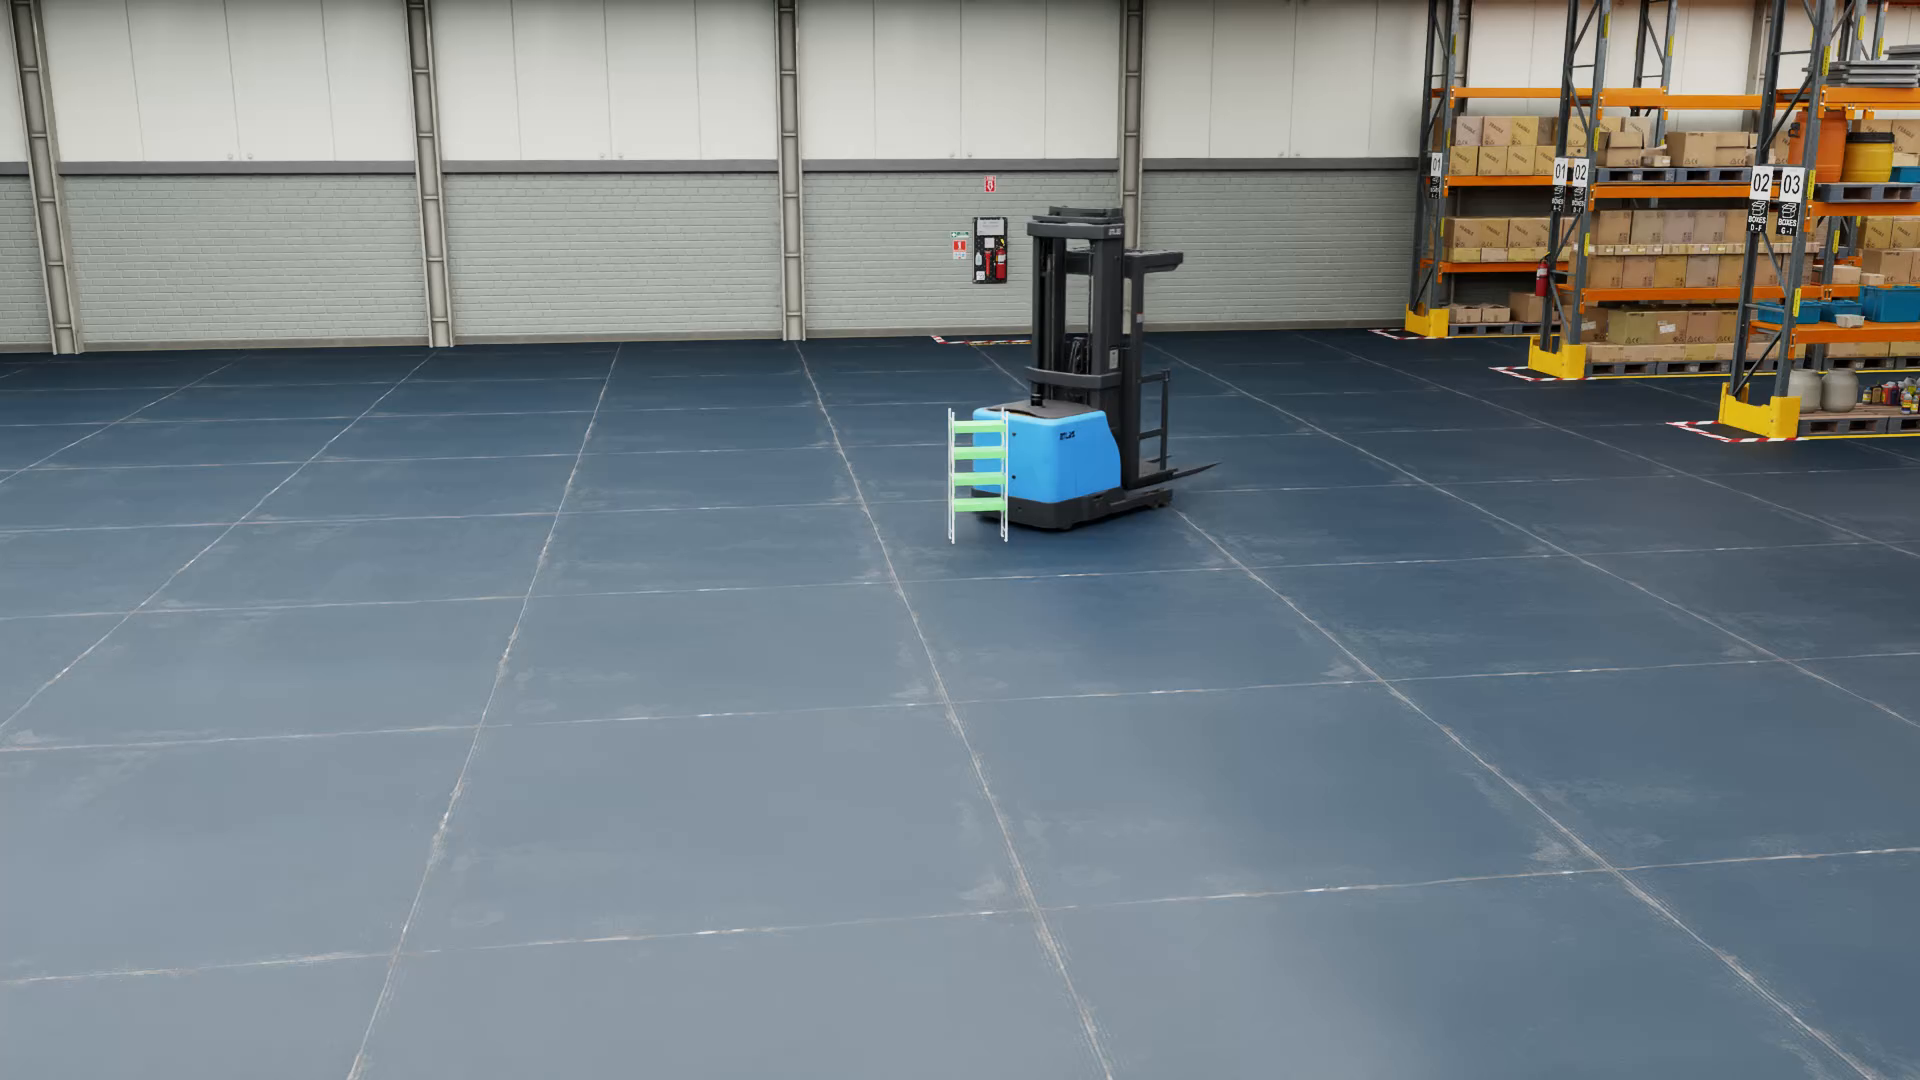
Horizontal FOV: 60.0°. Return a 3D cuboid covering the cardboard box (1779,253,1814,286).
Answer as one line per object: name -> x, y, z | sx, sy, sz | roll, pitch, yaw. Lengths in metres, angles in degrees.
cardboard box -> 12.634, -4.184, 25.534 | 0.500, 0.500, 0.700 | -2, 14, -10

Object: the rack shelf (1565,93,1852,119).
rack shelf -> 11.094, -6.448, 24.734 | 4.000, 0.370, 1.077 | -2, 14, -8

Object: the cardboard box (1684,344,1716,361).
cardboard box -> 11.163, -2.898, 25.401 | 0.500, 0.250, 0.500 | -2, 14, -8

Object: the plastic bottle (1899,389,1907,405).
plastic bottle -> 12.029, -1.823, 21.173 | 0.097, 0.201, 0.097 | 0, 14, 0

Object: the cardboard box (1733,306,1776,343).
cardboard box -> 12.149, -3.302, 25.471 | 0.500, 0.500, 0.500 | -2, 14, -8

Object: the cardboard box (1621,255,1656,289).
cardboard box -> 10.098, -4.091, 25.162 | 0.500, 0.500, 0.700 | -2, 14, -7

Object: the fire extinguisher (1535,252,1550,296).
fire extinguisher -> 8.930, -4.078, 25.477 | 0.183, 0.674, 0.296 | -2, 14, -8

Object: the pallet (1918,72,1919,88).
pallet -> 11.786, -5.504, 19.882 | 1.213, 0.211, 1.003 | -2, 14, -8

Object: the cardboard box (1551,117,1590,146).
cardboard box -> 10.820, -7.216, 29.359 | 0.500, 0.500, 0.500 | -3, 14, -10

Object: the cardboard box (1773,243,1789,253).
cardboard box -> 12.331, -4.437, 25.207 | 0.250, 0.149, 0.380 | -3, 14, -10

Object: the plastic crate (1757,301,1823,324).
plastic crate -> 10.301, -2.835, 20.665 | 0.616, 0.251, 0.499 | -2, 14, -8

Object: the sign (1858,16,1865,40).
sign -> 13.130, -7.459, 24.218 | 0.005, 0.325, 0.100 | -2, 14, -8

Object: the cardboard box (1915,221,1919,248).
cardboard box -> 17.814, -5.683, 30.857 | 0.500, 0.500, 0.500 | -2, 14, -9

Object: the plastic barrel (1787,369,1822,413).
plastic barrel -> 10.490, -1.856, 20.707 | 0.421, 0.512, 0.421 | 0, 14, 0

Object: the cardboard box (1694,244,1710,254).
cardboard box -> 11.056, -4.389, 25.019 | 0.250, 0.149, 0.380 | -2, 14, -8

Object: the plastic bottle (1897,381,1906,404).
plastic bottle -> 11.992, -1.889, 21.281 | 0.135, 0.276, 0.152 | -2, 14, -10

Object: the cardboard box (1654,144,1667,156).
cardboard box -> 10.766, -5.817, 25.116 | 0.500, 0.311, 0.500 | 0, 14, -2

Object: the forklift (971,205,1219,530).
forklift -> 1.474, -1.804, 16.391 | 1.130, 2.935, 3.031 | 13, 19, 41

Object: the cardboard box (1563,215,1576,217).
cardboard box -> 11.322, -5.661, 30.353 | 0.500, 0.500, 0.500 | -2, 14, -9

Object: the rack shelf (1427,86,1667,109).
rack shelf -> 10.352, -7.832, 29.437 | 4.000, 0.370, 1.077 | -2, 14, -8

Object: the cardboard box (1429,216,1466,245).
cardboard box -> 8.809, -5.569, 29.986 | 0.500, 0.500, 0.500 | -2, 14, -9

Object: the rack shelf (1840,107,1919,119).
rack shelf -> 18.263, -7.929, 30.641 | 4.000, 0.370, 1.077 | -2, 14, -8

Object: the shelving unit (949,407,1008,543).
shelving unit -> 0.164, -0.588, 15.100 | 0.503, 1.200, 0.258 | -2, 14, -8

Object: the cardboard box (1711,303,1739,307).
cardboard box -> 12.073, -3.426, 25.962 | 0.500, 0.500, 0.500 | -2, 14, -8

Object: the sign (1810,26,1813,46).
sign -> 12.979, -7.685, 25.282 | 0.005, 0.325, 0.100 | -2, 14, -8

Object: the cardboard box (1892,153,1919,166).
cardboard box -> 14.225, -5.780, 25.381 | 0.500, 0.250, 0.500 | -4, 15, -14

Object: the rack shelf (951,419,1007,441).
rack shelf -> 0.164, -0.992, 14.999 | 0.480, 0.148, 0.258 | -2, 14, -8

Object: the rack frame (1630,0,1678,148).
rack frame -> 12.330, -8.255, 29.638 | 0.127, 3.000, 1.000 | -2, 14, -8

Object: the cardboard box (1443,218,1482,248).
cardboard box -> 8.891, -5.446, 29.495 | 0.500, 0.500, 0.500 | -2, 14, -8

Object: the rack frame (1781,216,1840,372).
rack frame -> 13.072, -4.153, 25.617 | 0.127, 3.000, 1.000 | -2, 14, -8

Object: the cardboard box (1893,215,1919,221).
cardboard box -> 17.304, -6.030, 30.700 | 0.500, 0.250, 0.500 | -2, 14, -9

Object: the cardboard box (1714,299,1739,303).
cardboard box -> 14.069, -4.416, 30.898 | 0.500, 0.500, 0.700 | -2, 14, -8

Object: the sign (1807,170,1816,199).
sign -> 9.928, -4.144, 19.393 | 0.005, 0.325, 0.100 | -2, 14, -8

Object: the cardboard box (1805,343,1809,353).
cardboard box -> 13.438, -3.108, 26.238 | 0.500, 0.250, 0.500 | -2, 14, -9

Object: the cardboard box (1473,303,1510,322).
cardboard box -> 9.636, -4.133, 30.159 | 0.500, 0.311, 0.500 | -1, 14, -4

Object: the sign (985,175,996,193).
sign -> 0.533, -6.284, 29.345 | 0.199, 0.298, 0.001 | -2, 14, -8

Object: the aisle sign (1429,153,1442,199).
aisle sign -> 8.348, -6.386, 29.175 | 0.004, 0.787, 0.394 | -2, 14, -8

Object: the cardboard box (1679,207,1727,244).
cardboard box -> 11.145, -4.759, 25.159 | 0.500, 0.500, 0.700 | -2, 14, -8

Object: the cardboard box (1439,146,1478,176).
cardboard box -> 8.743, -6.665, 29.219 | 0.500, 0.500, 0.500 | -2, 14, -7

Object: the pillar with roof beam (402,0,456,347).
pillar with roof beam -> -8.220, -6.655, 23.260 | 0.400, 9.000, 9.100 | -2, 14, -8

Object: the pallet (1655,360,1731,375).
pallet -> 11.070, -2.737, 25.702 | 1.213, 0.211, 1.003 | -2, 14, -8

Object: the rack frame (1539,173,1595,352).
rack frame -> 9.116, -4.008, 25.039 | 0.127, 3.000, 1.000 | -2, 14, -8

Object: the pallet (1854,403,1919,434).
pallet -> 11.927, -1.550, 20.968 | 1.213, 0.211, 1.003 | -2, 14, -8

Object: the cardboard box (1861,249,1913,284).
cardboard box -> 14.354, -4.245, 25.776 | 0.500, 0.500, 0.500 | -1, 14, -4

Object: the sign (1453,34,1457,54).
sign -> 8.455, -8.471, 28.416 | 0.005, 0.325, 0.100 | -2, 14, -8

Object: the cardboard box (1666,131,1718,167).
cardboard box -> 10.799, -5.778, 24.571 | 0.500, 0.500, 0.500 | -2, 14, -8

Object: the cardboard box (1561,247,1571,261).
cardboard box -> 10.918, -5.154, 29.873 | 0.500, 0.250, 0.500 | -2, 14, -9

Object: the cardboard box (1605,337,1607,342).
cardboard box -> 10.095, -2.990, 25.767 | 0.500, 0.250, 0.500 | -2, 14, -8

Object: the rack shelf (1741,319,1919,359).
rack shelf -> 11.828, -2.540, 20.664 | 4.000, 0.370, 1.077 | -2, 14, -8

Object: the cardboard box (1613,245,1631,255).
cardboard box -> 9.797, -4.344, 24.839 | 0.250, 0.149, 0.380 | -2, 14, -10
